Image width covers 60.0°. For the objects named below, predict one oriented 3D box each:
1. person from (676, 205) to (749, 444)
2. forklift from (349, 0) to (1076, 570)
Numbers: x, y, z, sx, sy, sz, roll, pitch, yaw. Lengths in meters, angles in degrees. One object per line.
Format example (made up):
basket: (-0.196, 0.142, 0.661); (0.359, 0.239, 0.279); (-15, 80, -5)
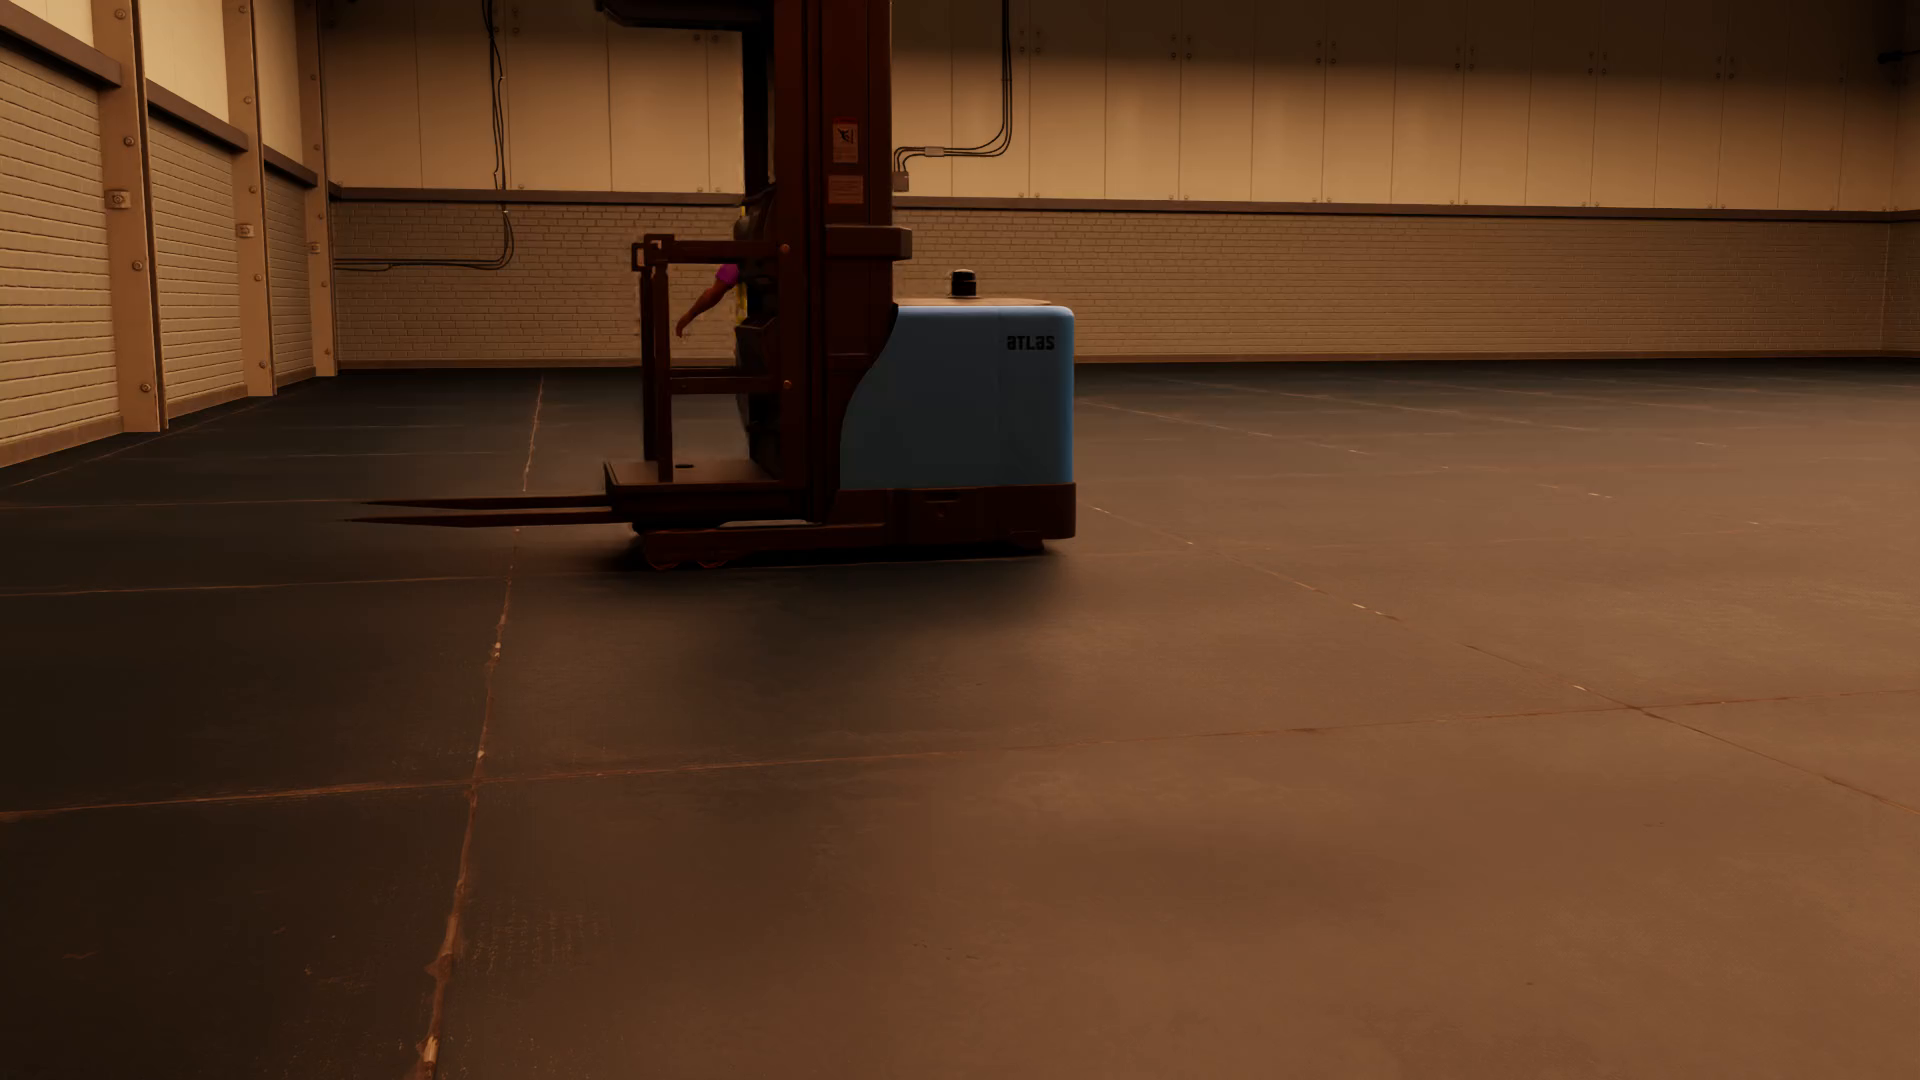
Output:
person: (-1.204, -1.243, 10.079); (0.966, 1.681, 0.497); (-6, 10, -36)
forklift: (-1.066, -1.408, 7.192); (3.031, 2.935, 1.130); (-2, 8, -14)
